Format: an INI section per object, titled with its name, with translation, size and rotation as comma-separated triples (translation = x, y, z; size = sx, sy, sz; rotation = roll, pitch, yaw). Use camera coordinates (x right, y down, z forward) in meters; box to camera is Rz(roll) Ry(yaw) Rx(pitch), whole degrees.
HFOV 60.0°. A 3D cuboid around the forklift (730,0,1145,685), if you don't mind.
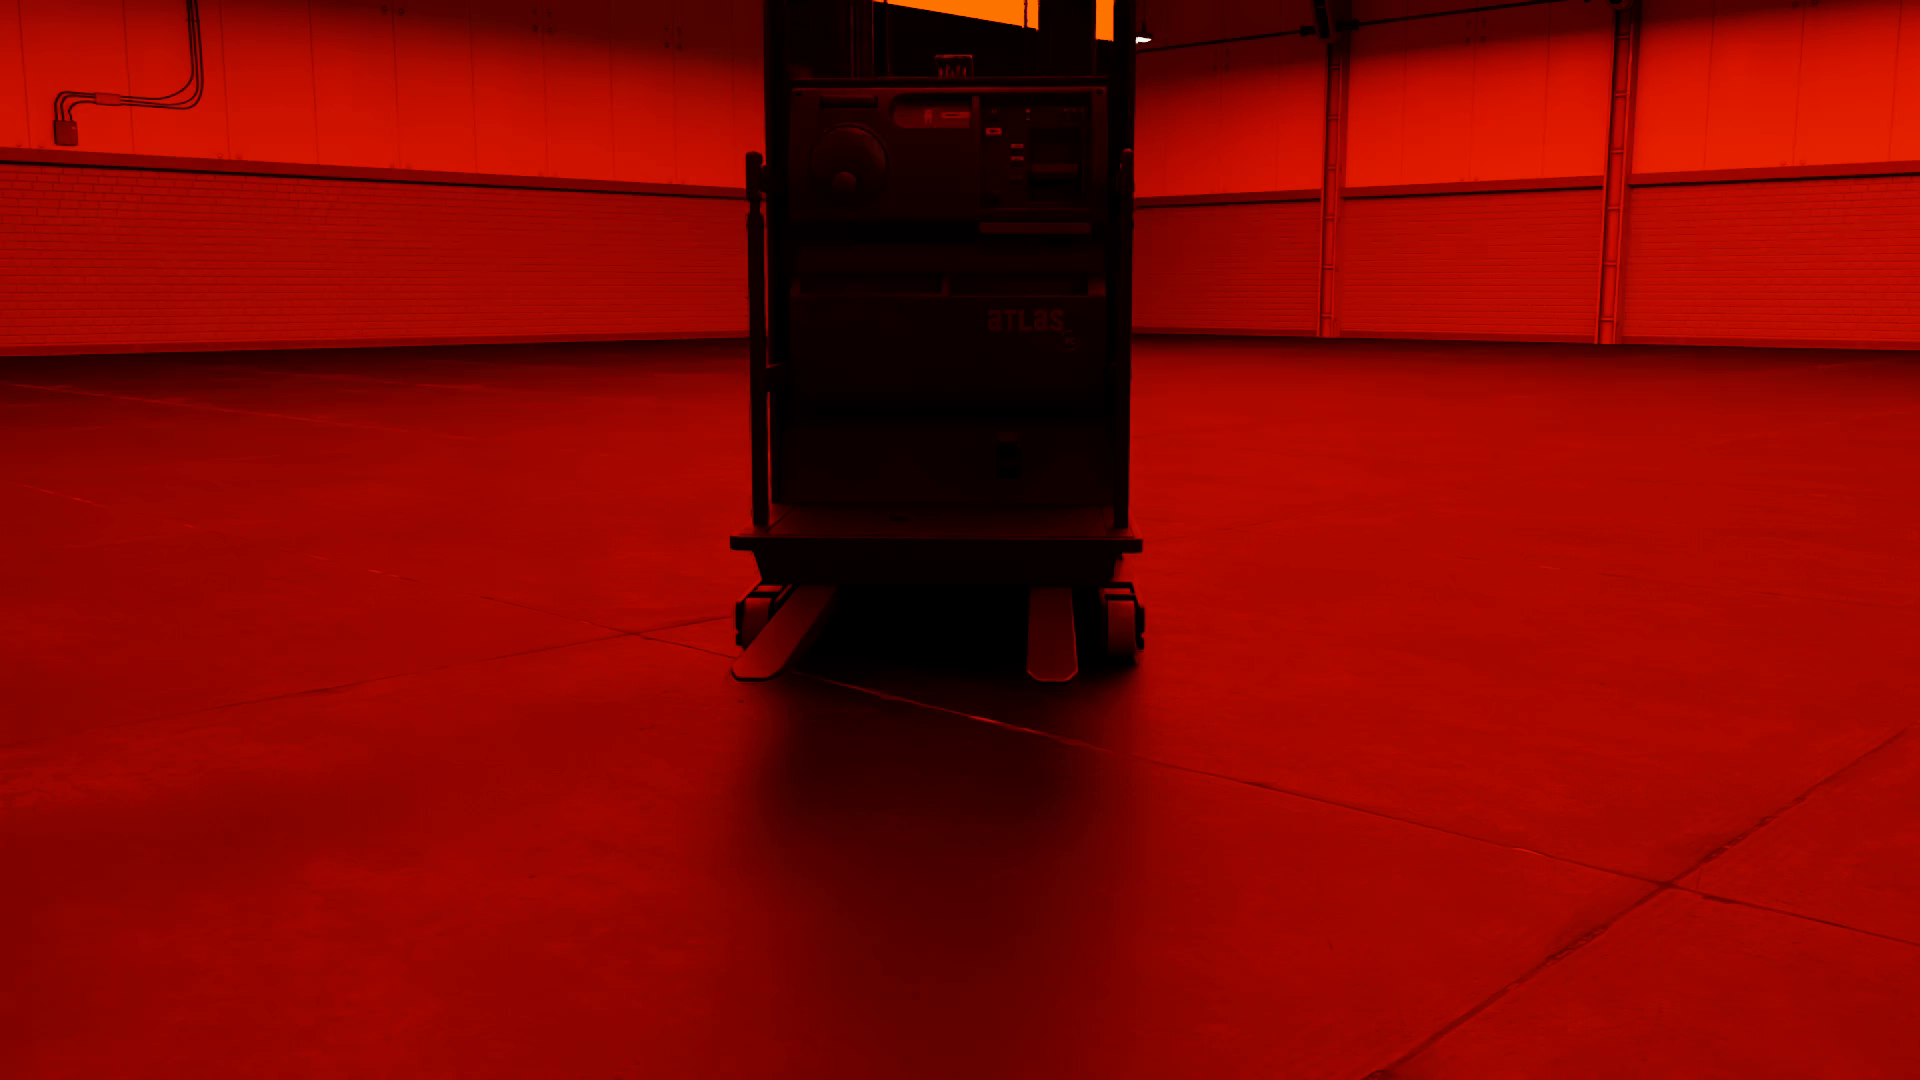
[forklift]
translation = -0.043, -1.172, 4.655
size = 1.130, 2.935, 3.031
rotation = 0, 9, 3
